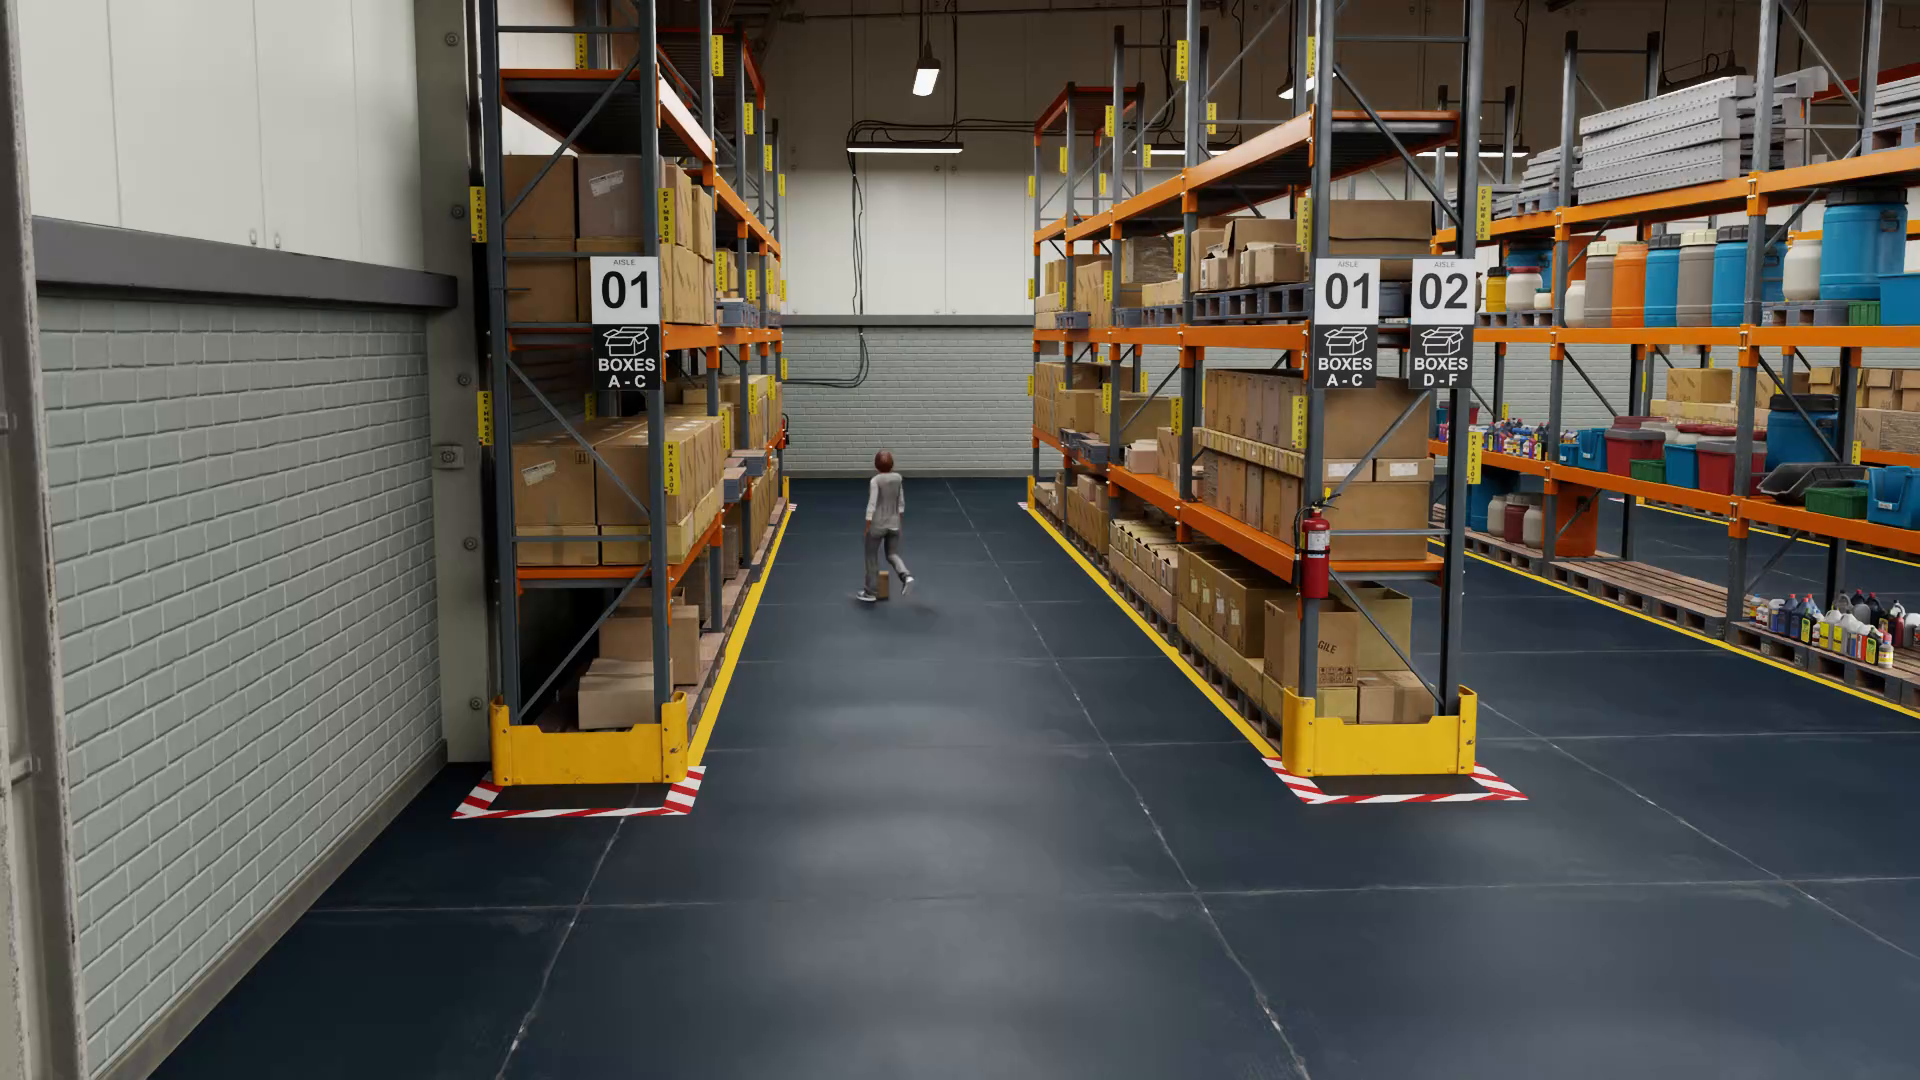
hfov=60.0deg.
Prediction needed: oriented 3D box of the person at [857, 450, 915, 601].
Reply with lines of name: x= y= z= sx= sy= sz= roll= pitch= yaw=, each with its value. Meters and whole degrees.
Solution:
person: x=-0.787 y=-0.133 z=16.950 sx=0.440 sy=1.552 sz=0.736 roll=-5 pitch=9 yaw=-34
